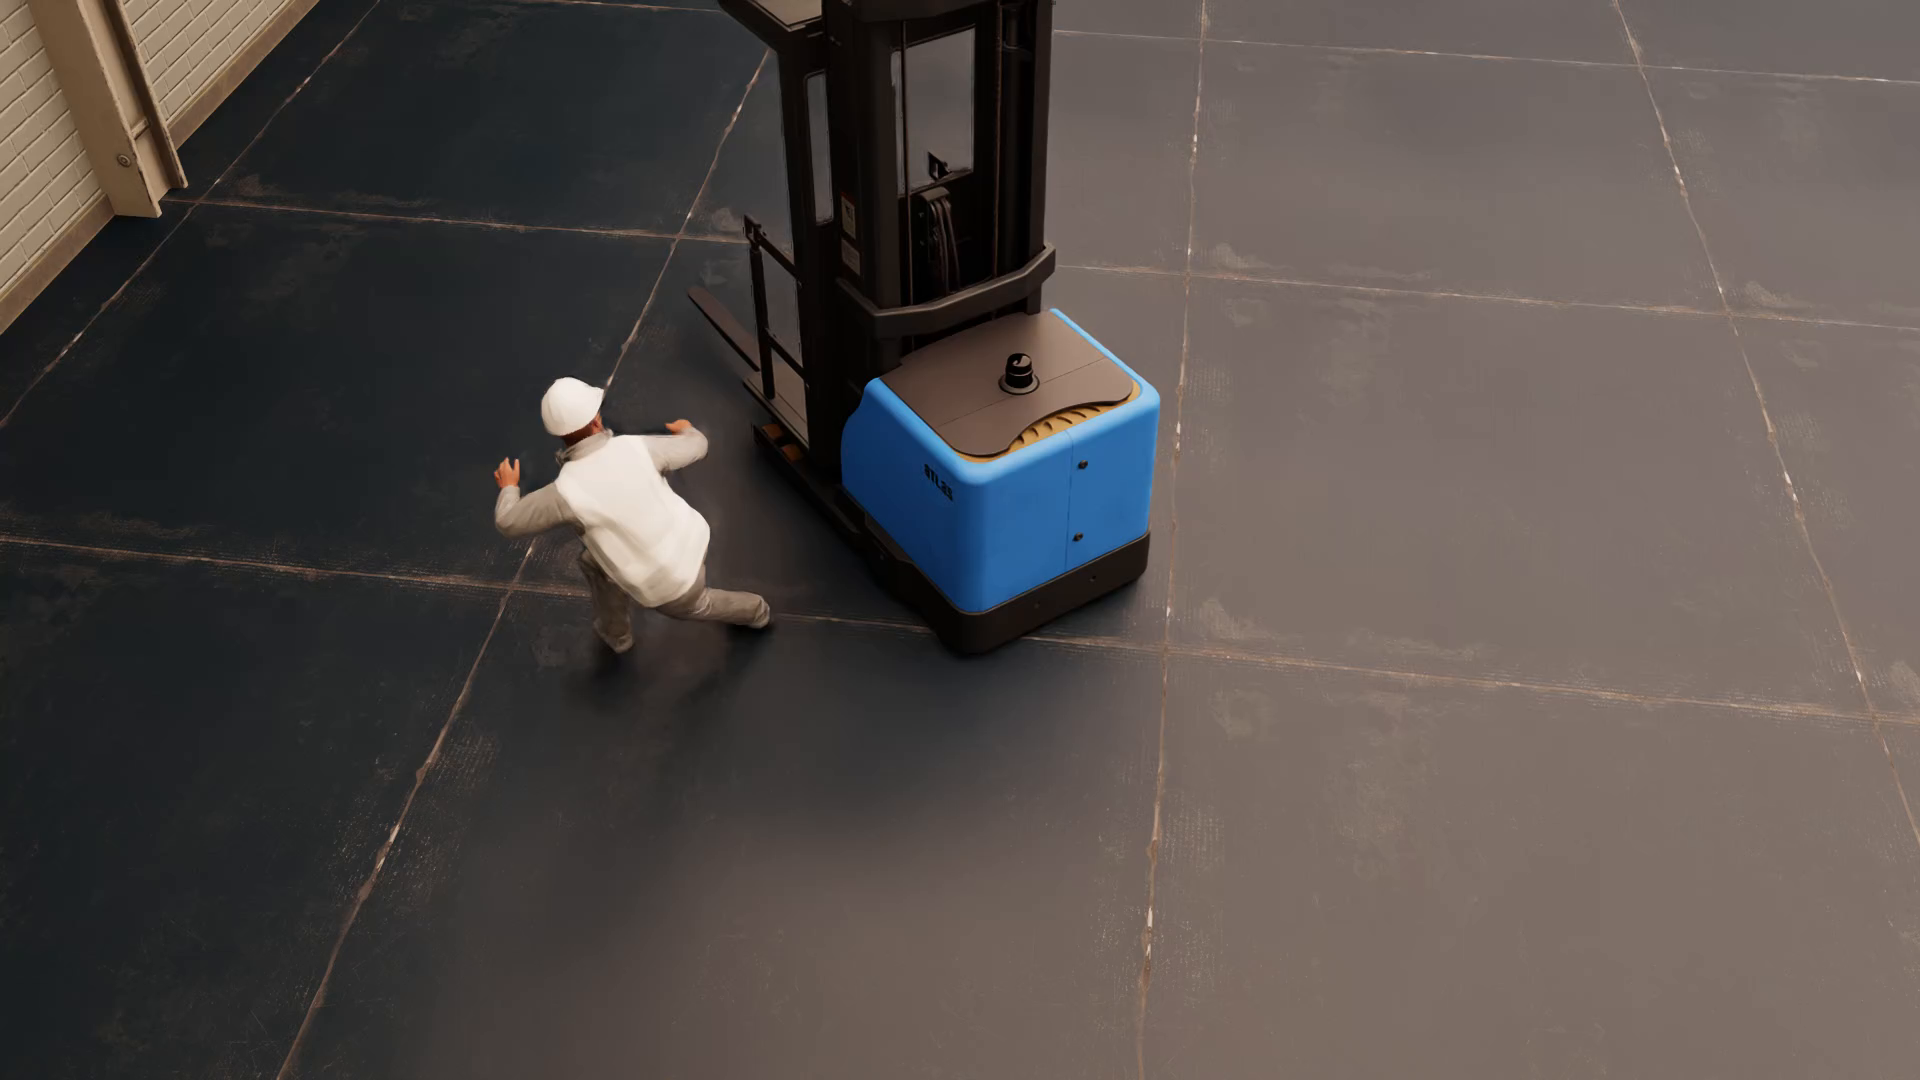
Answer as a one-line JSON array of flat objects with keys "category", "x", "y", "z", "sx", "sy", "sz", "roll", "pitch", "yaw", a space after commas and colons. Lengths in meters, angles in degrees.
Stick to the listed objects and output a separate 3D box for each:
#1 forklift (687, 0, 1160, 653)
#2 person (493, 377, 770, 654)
[{"category": "forklift", "x": -0.371, "y": -1.553, "z": 7.415, "sx": 1.130, "sy": 2.935, "sz": 3.031, "roll": -24, "pitch": 48, "yaw": -24}, {"category": "person", "x": -1.386, "y": -0.091, "z": 6.839, "sx": 0.927, "sy": 1.523, "sz": 0.960, "roll": 16, "pitch": 45, "yaw": 16}]
